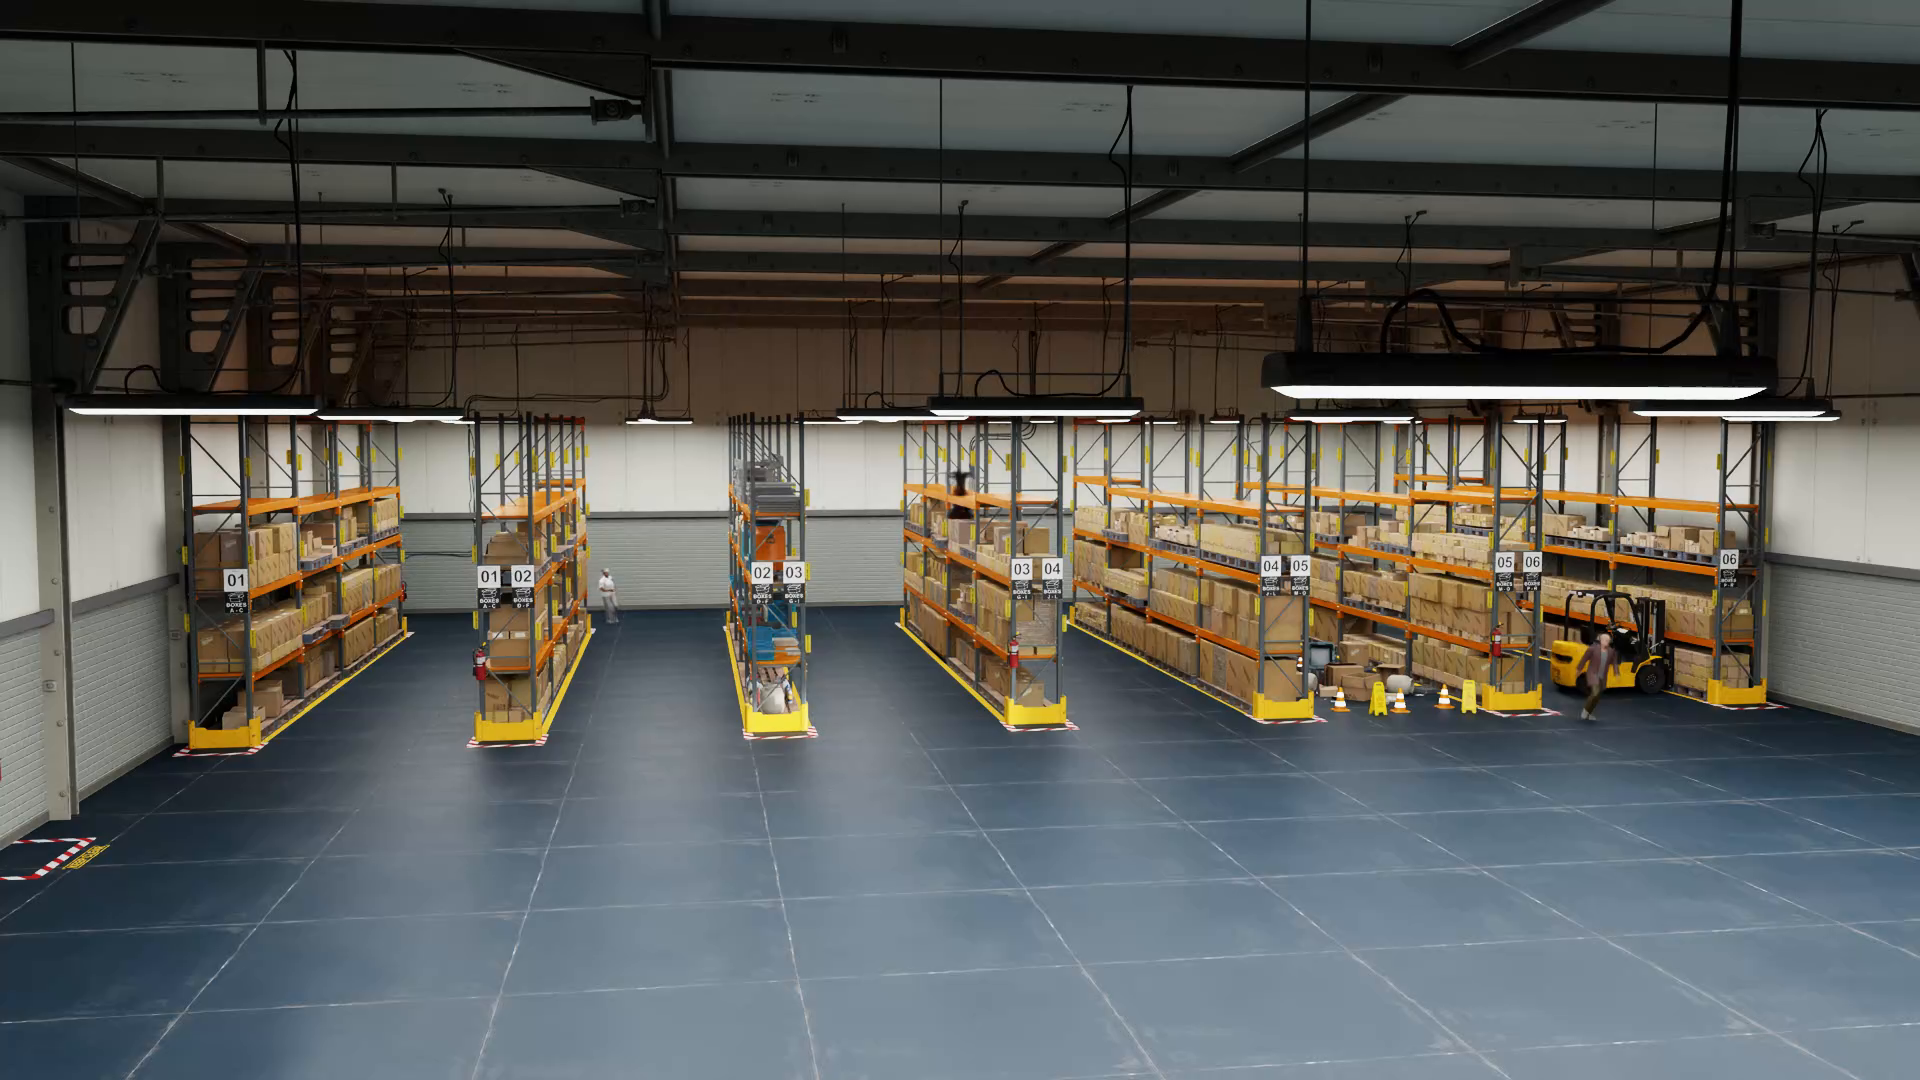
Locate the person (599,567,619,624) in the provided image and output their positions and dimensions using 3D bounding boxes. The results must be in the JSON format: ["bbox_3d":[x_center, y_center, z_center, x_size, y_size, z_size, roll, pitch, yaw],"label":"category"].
[{"bbox_3d":[-10.177,1.615,48.132,0.564,1.654,0.645,-3,5,-39],"label":"person"}]

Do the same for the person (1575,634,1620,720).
[{"bbox_3d":[12.405,2.660,32.268,0.664,1.722,0.786,-1,4,-11],"label":"person"}]
